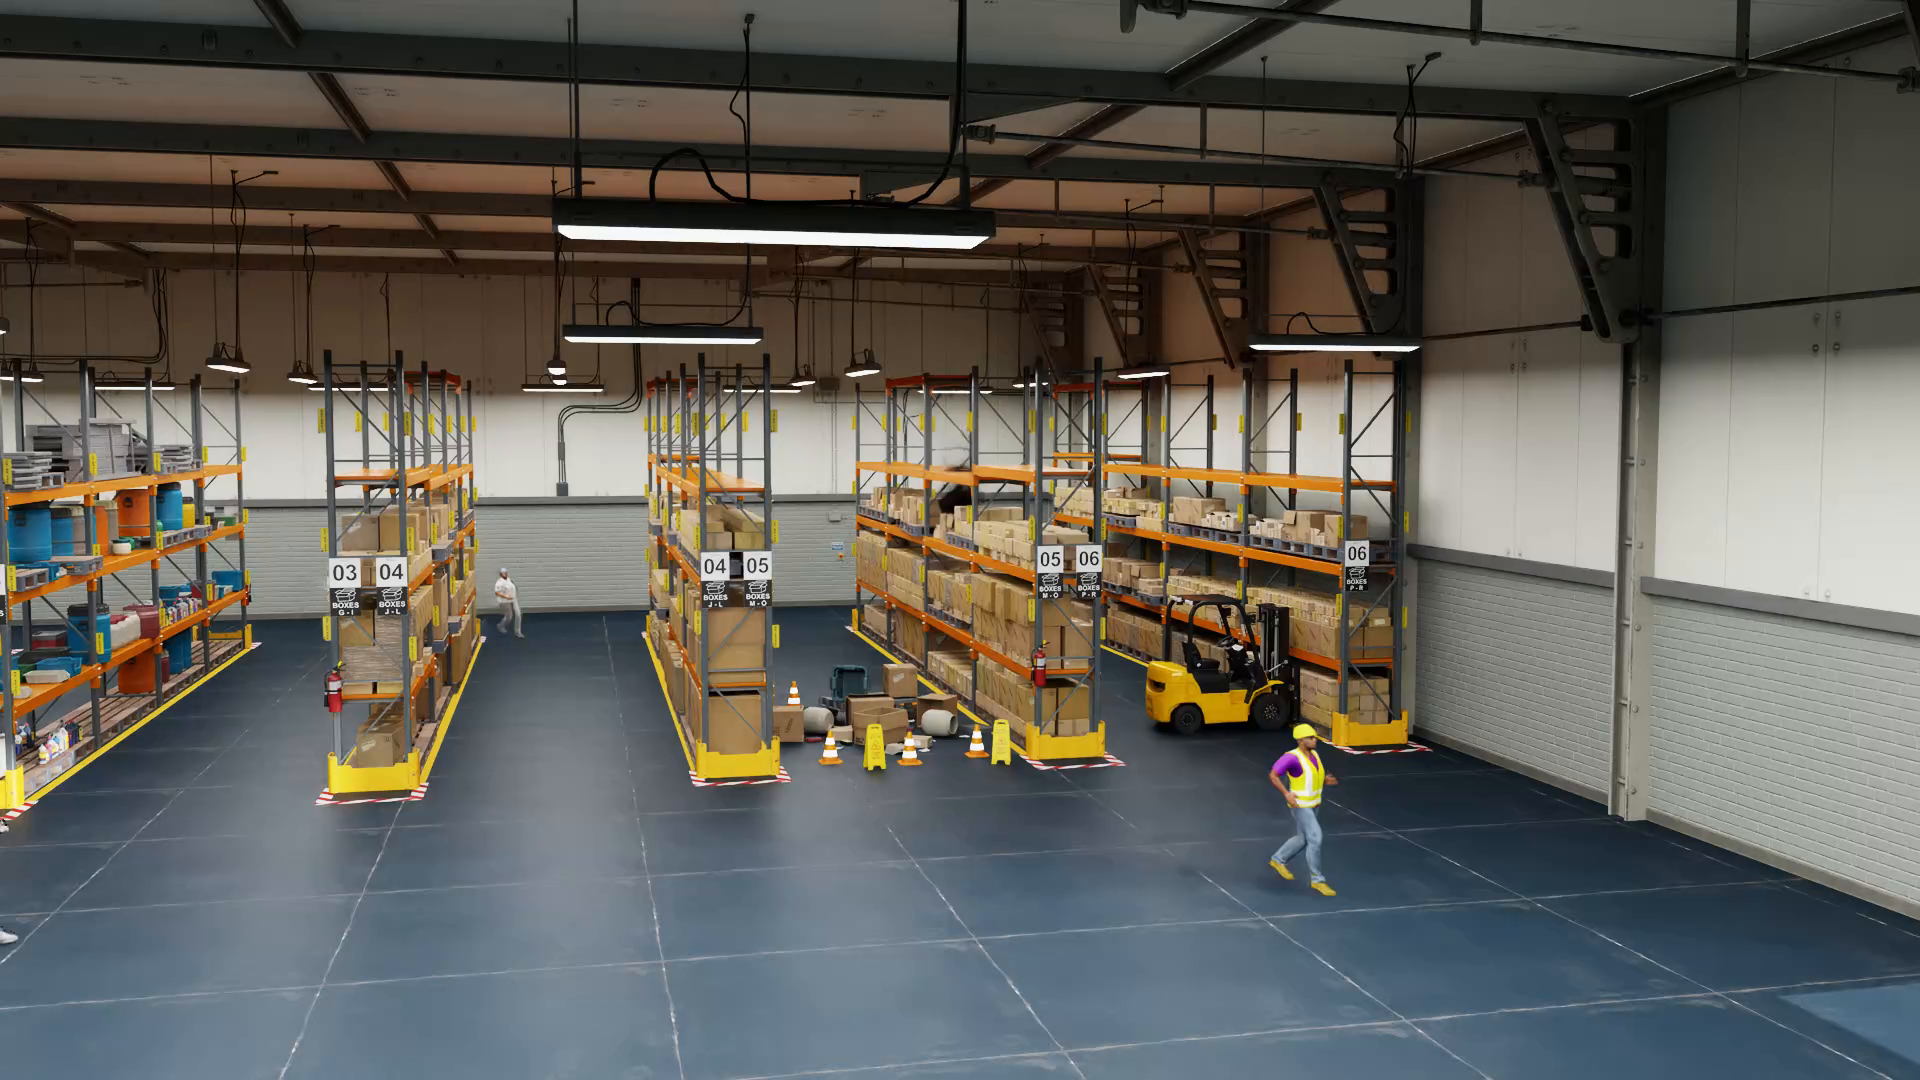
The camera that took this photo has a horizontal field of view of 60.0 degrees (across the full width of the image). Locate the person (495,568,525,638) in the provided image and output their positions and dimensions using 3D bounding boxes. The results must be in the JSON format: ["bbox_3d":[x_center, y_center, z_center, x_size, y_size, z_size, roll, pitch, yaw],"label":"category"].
[{"bbox_3d":[-10.639,1.483,39.068,0.762,1.658,0.643,2,4,27],"label":"person"}]

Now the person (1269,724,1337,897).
[{"bbox_3d":[3.695,2.864,17.873,0.841,1.789,0.688,3,5,37],"label":"person"}]

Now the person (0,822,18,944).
[{"bbox_3d":[-9.530,3.033,16.048,0.906,1.671,0.622,1,4,9],"label":"person"}]
